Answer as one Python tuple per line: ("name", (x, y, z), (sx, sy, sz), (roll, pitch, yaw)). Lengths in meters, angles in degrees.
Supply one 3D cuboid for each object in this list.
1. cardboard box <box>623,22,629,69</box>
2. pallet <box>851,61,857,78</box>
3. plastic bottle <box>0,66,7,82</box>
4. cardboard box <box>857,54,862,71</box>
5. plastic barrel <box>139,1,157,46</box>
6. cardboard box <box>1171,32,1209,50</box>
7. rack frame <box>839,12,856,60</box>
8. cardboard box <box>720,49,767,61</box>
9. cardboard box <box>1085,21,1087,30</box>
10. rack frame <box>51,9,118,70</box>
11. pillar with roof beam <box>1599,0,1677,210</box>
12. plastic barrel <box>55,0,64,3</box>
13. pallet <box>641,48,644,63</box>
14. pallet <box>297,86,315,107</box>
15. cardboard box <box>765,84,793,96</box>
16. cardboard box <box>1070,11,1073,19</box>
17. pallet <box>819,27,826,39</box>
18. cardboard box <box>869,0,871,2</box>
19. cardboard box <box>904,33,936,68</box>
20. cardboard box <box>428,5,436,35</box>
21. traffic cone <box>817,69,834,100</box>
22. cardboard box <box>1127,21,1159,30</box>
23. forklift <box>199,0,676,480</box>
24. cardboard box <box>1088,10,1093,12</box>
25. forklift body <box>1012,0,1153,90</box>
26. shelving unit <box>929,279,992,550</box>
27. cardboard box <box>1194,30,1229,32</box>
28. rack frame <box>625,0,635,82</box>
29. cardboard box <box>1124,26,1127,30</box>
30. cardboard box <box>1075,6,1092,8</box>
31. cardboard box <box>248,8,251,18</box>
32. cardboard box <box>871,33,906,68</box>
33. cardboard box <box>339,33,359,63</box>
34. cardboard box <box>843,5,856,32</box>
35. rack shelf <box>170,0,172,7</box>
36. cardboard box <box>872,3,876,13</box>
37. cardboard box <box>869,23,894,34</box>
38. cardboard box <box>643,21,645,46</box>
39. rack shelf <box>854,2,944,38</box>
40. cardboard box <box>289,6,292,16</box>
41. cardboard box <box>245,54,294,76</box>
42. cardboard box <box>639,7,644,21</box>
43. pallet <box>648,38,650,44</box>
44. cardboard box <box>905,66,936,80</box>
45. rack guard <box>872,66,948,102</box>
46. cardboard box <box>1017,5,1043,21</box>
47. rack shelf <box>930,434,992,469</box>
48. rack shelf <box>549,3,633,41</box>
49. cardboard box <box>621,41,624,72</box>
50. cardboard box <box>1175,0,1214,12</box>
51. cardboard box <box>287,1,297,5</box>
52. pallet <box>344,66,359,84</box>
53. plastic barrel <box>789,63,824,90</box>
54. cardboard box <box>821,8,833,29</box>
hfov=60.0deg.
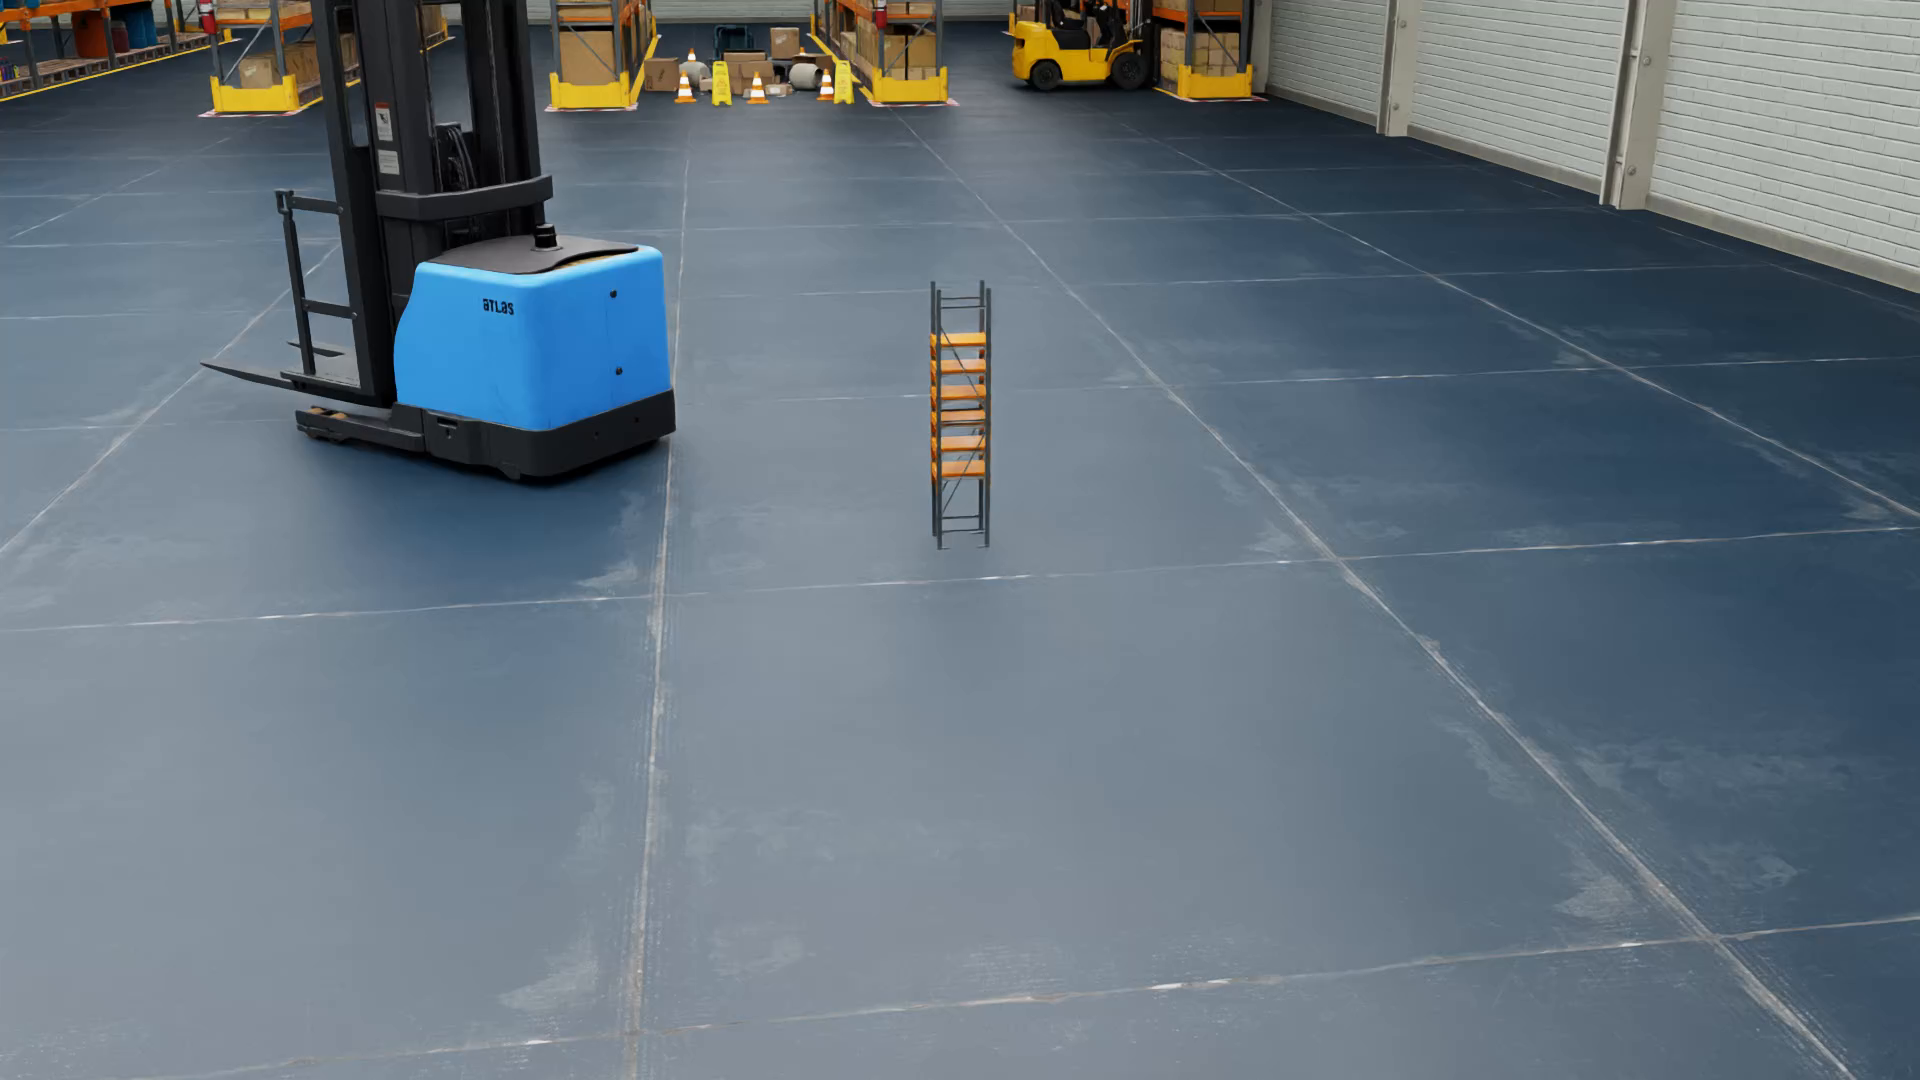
("cardboard box", (-6.421, -8.824, 29.671), (1.050, 0.750, 0.750), (-3, 21, -8))
("pallet", (-1.472, -8.719, 30.759), (1.003, 0.211, 1.213), (-3, 21, -8))
("plastic bottle", (-15.596, -7.611, 27.059), (0.061, 0.283, 0.133), (-2, 21, -4))
("cardboard box", (-1.541, -8.447, 29.374), (0.500, 0.250, 0.500), (-4, 21, -10))
("plastic barrel", (-17.158, -10.801, 34.746), (0.600, 0.901, 0.708), (-3, 21, -8))
("cardboard box", (3.754, -8.143, 27.133), (0.500, 0.250, 0.500), (-2, 21, -6))
("rack frame", (-1.935, -11.141, 33.258), (1.000, 3.000, 0.127), (-3, 21, -8))
("cardboard box", (-3.684, -8.069, 28.407), (0.797, 0.637, 0.503), (-3, 21, -8))
("cardboard box", (2.702, -10.554, 34.658), (0.500, 0.500, 0.500), (-2, 21, -6))
("rack frame", (-16.643, -10.391, 31.251), (1.000, 3.000, 0.127), (-3, 21, -8))
("pillar with roof beam", (2.390, -7.348, 14.527), (9.100, 9.000, 0.400), (-3, 21, -8))
("plastic barrel", (-16.155, -9.816, 29.517), (0.433, 0.535, 0.433), (0, 20, 0))
("pallet", (-6.930, -9.821, 33.708), (1.003, 0.211, 1.213), (-3, 21, -8))
("pallet", (-10.682, -6.874, 25.820), (1.003, 0.211, 1.213), (-3, 21, -8))
("cardboard box", (-2.970, -7.387, 27.282), (0.380, 0.149, 0.250), (8, 22, 20))
("cardboard box", (2.560, -11.247, 35.586), (0.380, 0.149, 0.250), (-3, 21, -9))
("pallet", (-2.896, -12.331, 40.431), (1.003, 0.211, 1.213), (-3, 21, -8))
("cardboard box", (-1.201, -8.905, 26.703), (0.500, 0.500, 0.500), (-3, 21, -8))
("cardboard box", (-0.629, -7.932, 26.925), (0.500, 0.500, 0.500), (-4, 21, -10))
("cardboard box", (-12.592, -12.080, 38.208), (0.875, 0.875, 0.875), (-3, 21, -8))
("traffic cone", (-2.121, -7.266, 26.510), (0.336, 0.463, 0.334), (-3, 21, -8))
("cardboard box", (3.312, -9.201, 29.965), (0.500, 0.250, 0.500), (-3, 21, -9))
("forklift", (-3.080, -2.045, 9.003), (3.031, 2.935, 1.130), (12, 24, 30))
("cardboard box", (2.970, -11.363, 35.899), (0.380, 0.149, 0.250), (-3, 21, -7))
("forklift body", (2.051, -8.790, 28.175), (2.313, 2.155, 1.214), (-3, 21, -8))
("shelving unit", (0.002, -0.557, 7.493), (0.258, 1.200, 0.189), (-3, 21, -8))
("cardboard box", (4.172, -8.348, 27.682), (0.500, 0.250, 0.500), (-3, 21, -8))
("rack frame", (-6.242, -9.471, 28.788), (1.000, 3.000, 0.127), (-3, 21, -8))
("cardboard box", (3.466, -9.272, 31.048), (0.875, 0.625, 0.625), (-2, 21, -5))
("cardboard box", (2.781, -11.903, 37.344), (0.380, 0.149, 0.250), (-3, 21, -8))
("cardboard box", (-10.869, -7.928, 25.016), (0.380, 0.149, 0.250), (-3, 21, -8))
("cardboard box", (-1.156, -7.895, 26.826), (0.500, 0.500, 0.500), (-3, 21, -7))
("cardboard box", (-11.444, -9.058, 30.624), (0.700, 0.500, 0.500), (-1, 21, -3))
("cardboard box", (-1.953, -10.586, 34.207), (0.875, 0.875, 0.875), (-3, 21, -8))
("rack shelf", (-17.508, -12.132, 36.939), (1.077, 0.370, 4.000), (-3, 21, -8))
("cardboard box", (-1.194, -8.454, 26.423), (0.380, 0.149, 0.250), (-3, 21, -8))
("cardboard box", (-1.275, -8.323, 27.043), (0.380, 0.149, 0.250), (-2, 21, -6))
("cardboard box", (-6.896, -10.668, 34.964), (0.500, 0.500, 0.500), (-3, 21, -9))
("rack shelf", (-1.070, -8.726, 27.822), (1.077, 0.370, 4.000), (-3, 21, -8))
("cardboard box", (-10.489, -8.125, 25.541), (0.380, 0.149, 0.250), (-3, 21, -8))
("cardboard box", (-10.782, -7.319, 25.998), (0.500, 0.500, 0.500), (2, 21, 6))
("cardboard box", (-6.887, -11.012, 34.814), (0.500, 0.250, 0.500), (-4, 21, -10))
("pallet", (-7.707, -11.589, 38.443), (1.003, 0.211, 1.213), (-3, 21, -8))
("cardboard box", (-0.625, -7.573, 27.034), (0.500, 0.250, 0.500), (-3, 21, -8))
("rack guard", (-0.793, -7.226, 26.349), (1.175, 0.500, 0.348), (-3, 21, -8))
("cardboard box", (1.817, -12.973, 41.131), (0.797, 0.503, 0.637), (-4, 21, -10))
("rack shelf", (0.002, -0.403, 7.550), (0.258, 0.103, 0.180), (-3, 21, -8))
("rack shelf", (-5.954, -8.442, 27.059), (1.077, 0.370, 4.000), (-3, 21, -8))
("cardboard box", (-6.087, -8.139, 27.658), (0.875, 0.875, 0.875), (-3, 21, -7))
("cardboard box", (3.798, -8.827, 26.919), (0.500, 0.500, 0.500), (-3, 21, -9))
("cardboard box", (-10.861, -8.592, 25.864), (0.875, 0.500, 0.500), (-3, 21, -8))
("pallet", (-11.279, -8.219, 29.421), (1.003, 0.211, 1.213), (-3, 21, -8))
("plastic barrel", (-2.578, -7.803, 28.003), (0.512, 0.421, 0.421), (12, 24, 30))
("cardboard box", (-2.894, -12.684, 40.450), (0.875, 0.438, 0.875), (-4, 21, -10))
